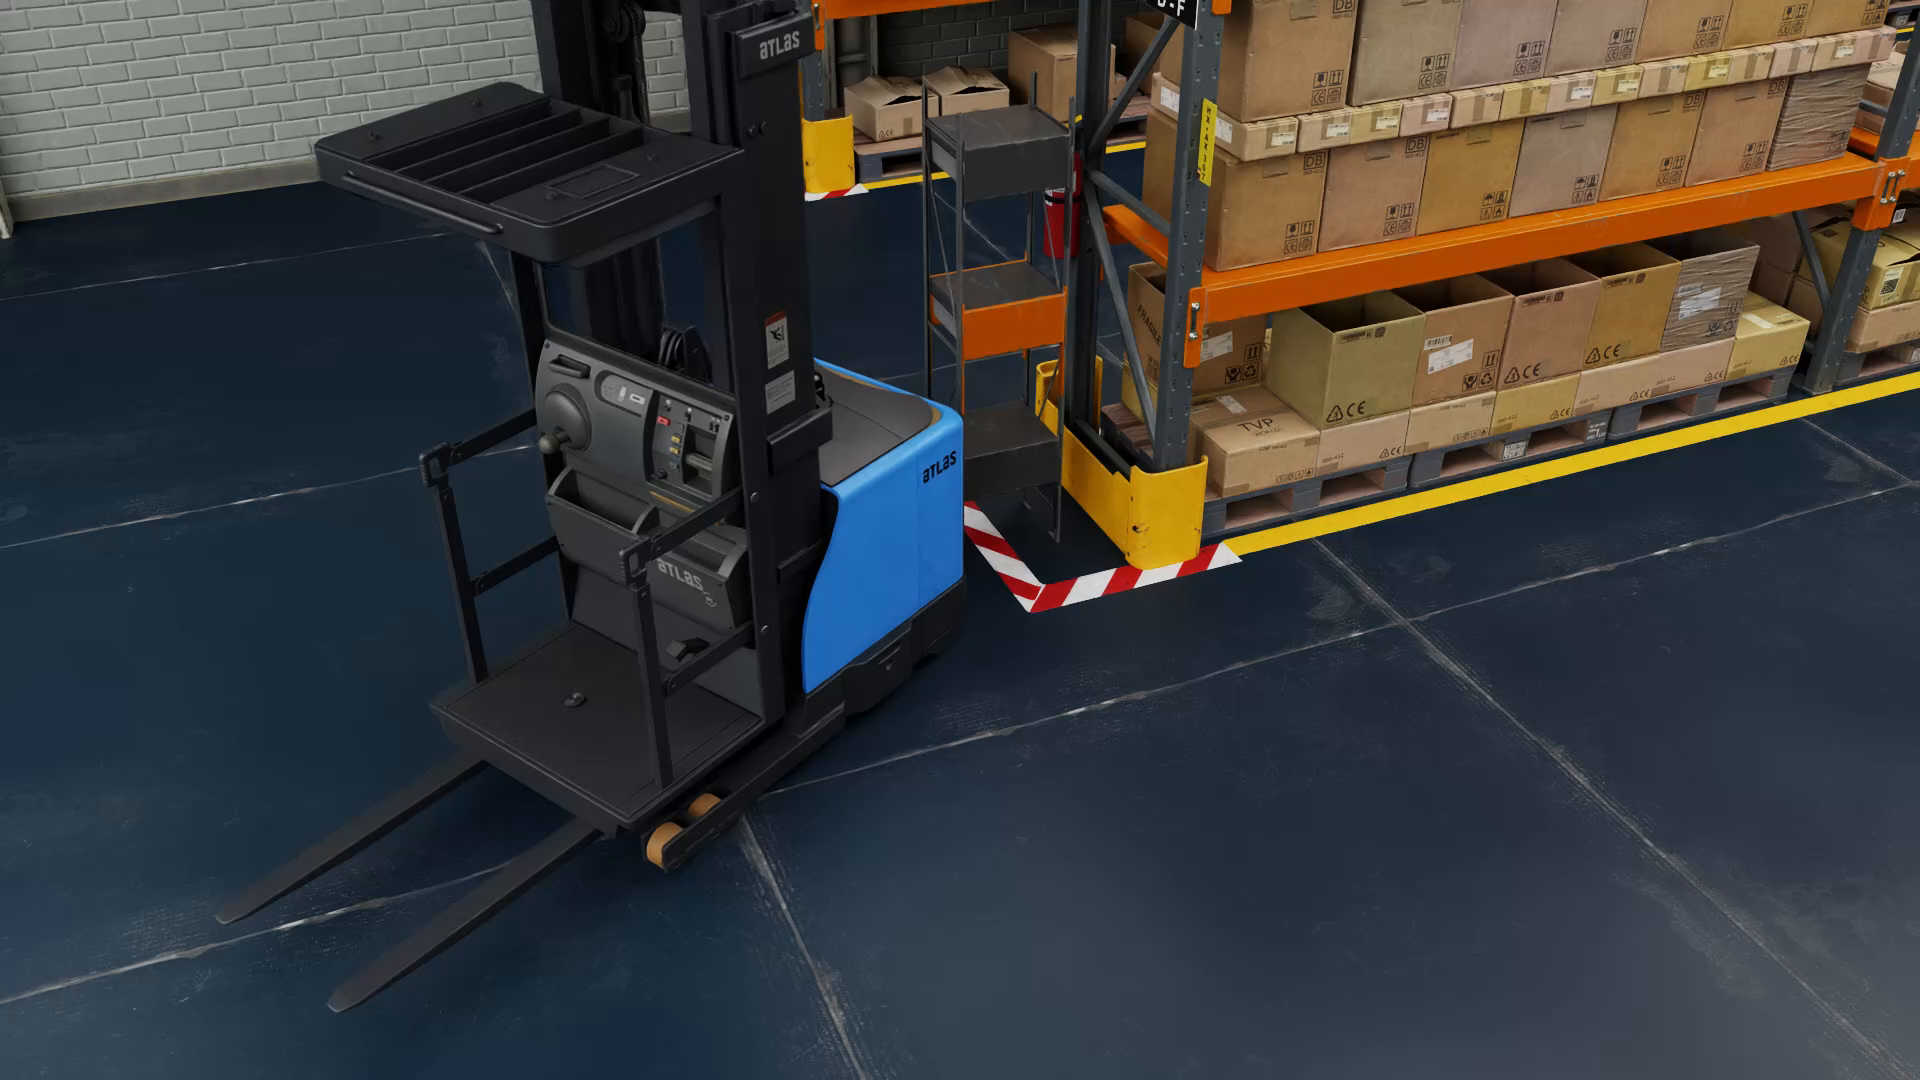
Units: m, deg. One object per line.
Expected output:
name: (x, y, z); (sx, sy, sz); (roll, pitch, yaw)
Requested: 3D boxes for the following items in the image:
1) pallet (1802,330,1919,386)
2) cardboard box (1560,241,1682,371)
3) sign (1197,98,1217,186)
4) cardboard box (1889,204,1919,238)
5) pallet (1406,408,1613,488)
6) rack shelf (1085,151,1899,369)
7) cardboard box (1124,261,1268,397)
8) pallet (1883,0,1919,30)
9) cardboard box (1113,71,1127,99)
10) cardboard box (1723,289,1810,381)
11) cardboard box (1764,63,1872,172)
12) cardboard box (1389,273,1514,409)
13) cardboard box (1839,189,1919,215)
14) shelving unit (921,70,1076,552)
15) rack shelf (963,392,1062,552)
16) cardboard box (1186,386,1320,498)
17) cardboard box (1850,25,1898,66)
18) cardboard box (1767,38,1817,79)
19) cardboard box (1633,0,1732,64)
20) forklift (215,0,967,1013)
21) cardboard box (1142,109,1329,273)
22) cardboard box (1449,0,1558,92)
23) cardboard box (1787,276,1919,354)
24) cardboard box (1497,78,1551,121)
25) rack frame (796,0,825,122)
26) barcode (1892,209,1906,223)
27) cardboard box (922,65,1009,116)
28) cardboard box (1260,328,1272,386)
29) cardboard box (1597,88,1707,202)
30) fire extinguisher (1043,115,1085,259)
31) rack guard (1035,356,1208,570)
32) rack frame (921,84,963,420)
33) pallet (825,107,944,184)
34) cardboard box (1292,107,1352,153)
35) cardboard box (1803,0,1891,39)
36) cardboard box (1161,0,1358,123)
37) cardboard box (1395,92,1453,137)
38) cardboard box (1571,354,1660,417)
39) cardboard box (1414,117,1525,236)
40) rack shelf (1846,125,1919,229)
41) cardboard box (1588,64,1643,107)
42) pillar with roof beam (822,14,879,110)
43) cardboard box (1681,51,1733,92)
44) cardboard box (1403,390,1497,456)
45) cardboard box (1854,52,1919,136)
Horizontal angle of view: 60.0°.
pallet: (5.113, -1.296, 9.548); (1.213, 0.211, 1.003); (-13, 35, -19)
cardboard box: (3.181, -1.212, 8.312); (0.500, 0.500, 0.500); (-13, 35, -19)
sign: (0.970, -1.561, 6.532); (0.005, 0.325, 0.100); (-13, 35, -19)
cardboard box: (5.390, -1.613, 9.101); (0.500, 0.311, 0.500); (-13, 35, -19)
pallet: (2.573, -0.714, 8.654); (1.213, 0.211, 1.003); (-13, 35, -19)
rack shelf: (2.605, -1.566, 8.066); (4.000, 0.370, 1.077); (-13, 35, -19)
cardboard box: (1.140, -1.046, 8.055); (0.500, 0.500, 0.500); (-13, 35, -19)
pallet: (8.095, -4.840, 14.994); (1.213, 0.211, 1.003); (-13, 35, -19)
cardboard box: (1.045, -3.442, 12.500); (0.250, 0.149, 0.380); (-16, 36, -23)
cardboard box: (4.106, -1.105, 8.835); (0.500, 0.250, 0.500); (-13, 35, -19)
cardboard box: (4.042, -2.235, 8.342); (0.500, 0.500, 0.700); (-14, 36, -20)
cardboard box: (2.258, -1.003, 7.989); (0.500, 0.500, 0.500); (-13, 35, -19)
cardboard box: (5.188, -1.891, 9.528); (0.500, 0.311, 0.500); (-12, 35, -18)
shelving unit: (0.153, -0.915, 7.231); (0.503, 2.100, 0.431); (-13, 35, -19)
rack shelf: (0.153, -0.317, 7.620); (0.480, 0.518, 0.431); (-13, 35, -19)
cardboard box: (1.341, -0.470, 7.858); (0.500, 0.250, 0.500); (-13, 35, -19)
cardboard box: (4.281, -2.438, 8.061); (0.250, 0.149, 0.380); (-13, 35, -19)
cardboard box: (3.812, -2.331, 7.895); (0.250, 0.149, 0.380); (-14, 36, -20)
cardboard box: (3.115, -2.566, 7.662); (0.500, 0.500, 0.700); (-13, 35, -19)
forklift: (-1.262, -0.356, 5.609); (1.130, 2.935, 3.031); (22, 39, 30)
cardboard box: (1.196, -1.579, 7.335); (0.500, 0.500, 0.700); (-13, 35, -19)
cardboard box: (2.192, -2.355, 7.337); (0.500, 0.500, 0.700); (-13, 35, -19)
cardboard box: (4.917, -1.274, 9.093); (0.500, 0.250, 0.500); (-14, 35, -20)
cardboard box: (2.392, -2.006, 7.397); (0.250, 0.149, 0.380); (-13, 35, -20)
rack frame: (-1.161, -3.935, 11.048); (0.127, 3.000, 1.000); (-13, 35, -19)
barcode: (4.845, -1.673, 8.579); (0.075, 0.075, 0.001); (-13, 35, -19)
cardboard box: (0.038, -3.214, 12.001); (0.500, 0.311, 0.500); (-10, 34, -15)
cardboard box: (1.597, -0.842, 8.430); (0.500, 0.250, 0.500); (-13, 35, -19)
cardboard box: (3.094, -2.016, 8.006); (0.500, 0.500, 0.700); (-12, 35, -18)
fire extinguisher: (0.472, -1.621, 7.562); (0.183, 0.674, 0.296); (-13, 35, -19)
rack guard: (0.738, -0.392, 7.894); (0.348, 0.500, 1.175); (-13, 35, -19)
rack frame: (-0.072, -0.864, 7.152); (0.015, 2.100, 0.400); (-13, 35, -19)
pallet: (-0.328, -2.936, 12.069); (1.213, 0.211, 1.003); (-13, 35, -19)
cardboard box: (1.448, -1.791, 7.065); (0.250, 0.149, 0.380); (-14, 36, -20)
cardboard box: (4.042, -2.778, 7.989); (0.500, 0.500, 0.700); (-13, 35, -19)
cardboard box: (1.245, -2.134, 6.998); (0.500, 0.500, 0.700); (-13, 35, -19)
cardboard box: (1.912, -1.895, 7.225); (0.250, 0.149, 0.380); (-13, 35, -20)
cardboard box: (3.186, -0.892, 8.506); (0.500, 0.250, 0.500); (-13, 35, -19)
cardboard box: (2.138, -1.794, 7.666); (0.500, 0.500, 0.700); (-13, 35, -19)
rack shelf: (6.293, -2.410, 9.364); (4.000, 0.370, 1.077); (-13, 35, -19)
cardboard box: (2.866, -2.113, 7.561); (0.250, 0.149, 0.380); (-12, 35, -17)
pillar with roof beam: (0.817, -4.868, 6.980); (0.400, 9.000, 9.100); (-13, 35, -19)
cardboard box: (3.342, -2.224, 7.732); (0.250, 0.149, 0.380); (-13, 35, -19)
cardboard box: (2.262, -0.683, 8.185); (0.500, 0.250, 0.500); (-13, 35, -19)
cardboard box: (4.886, -2.353, 8.753); (0.500, 0.250, 0.500); (-11, 35, -16)
